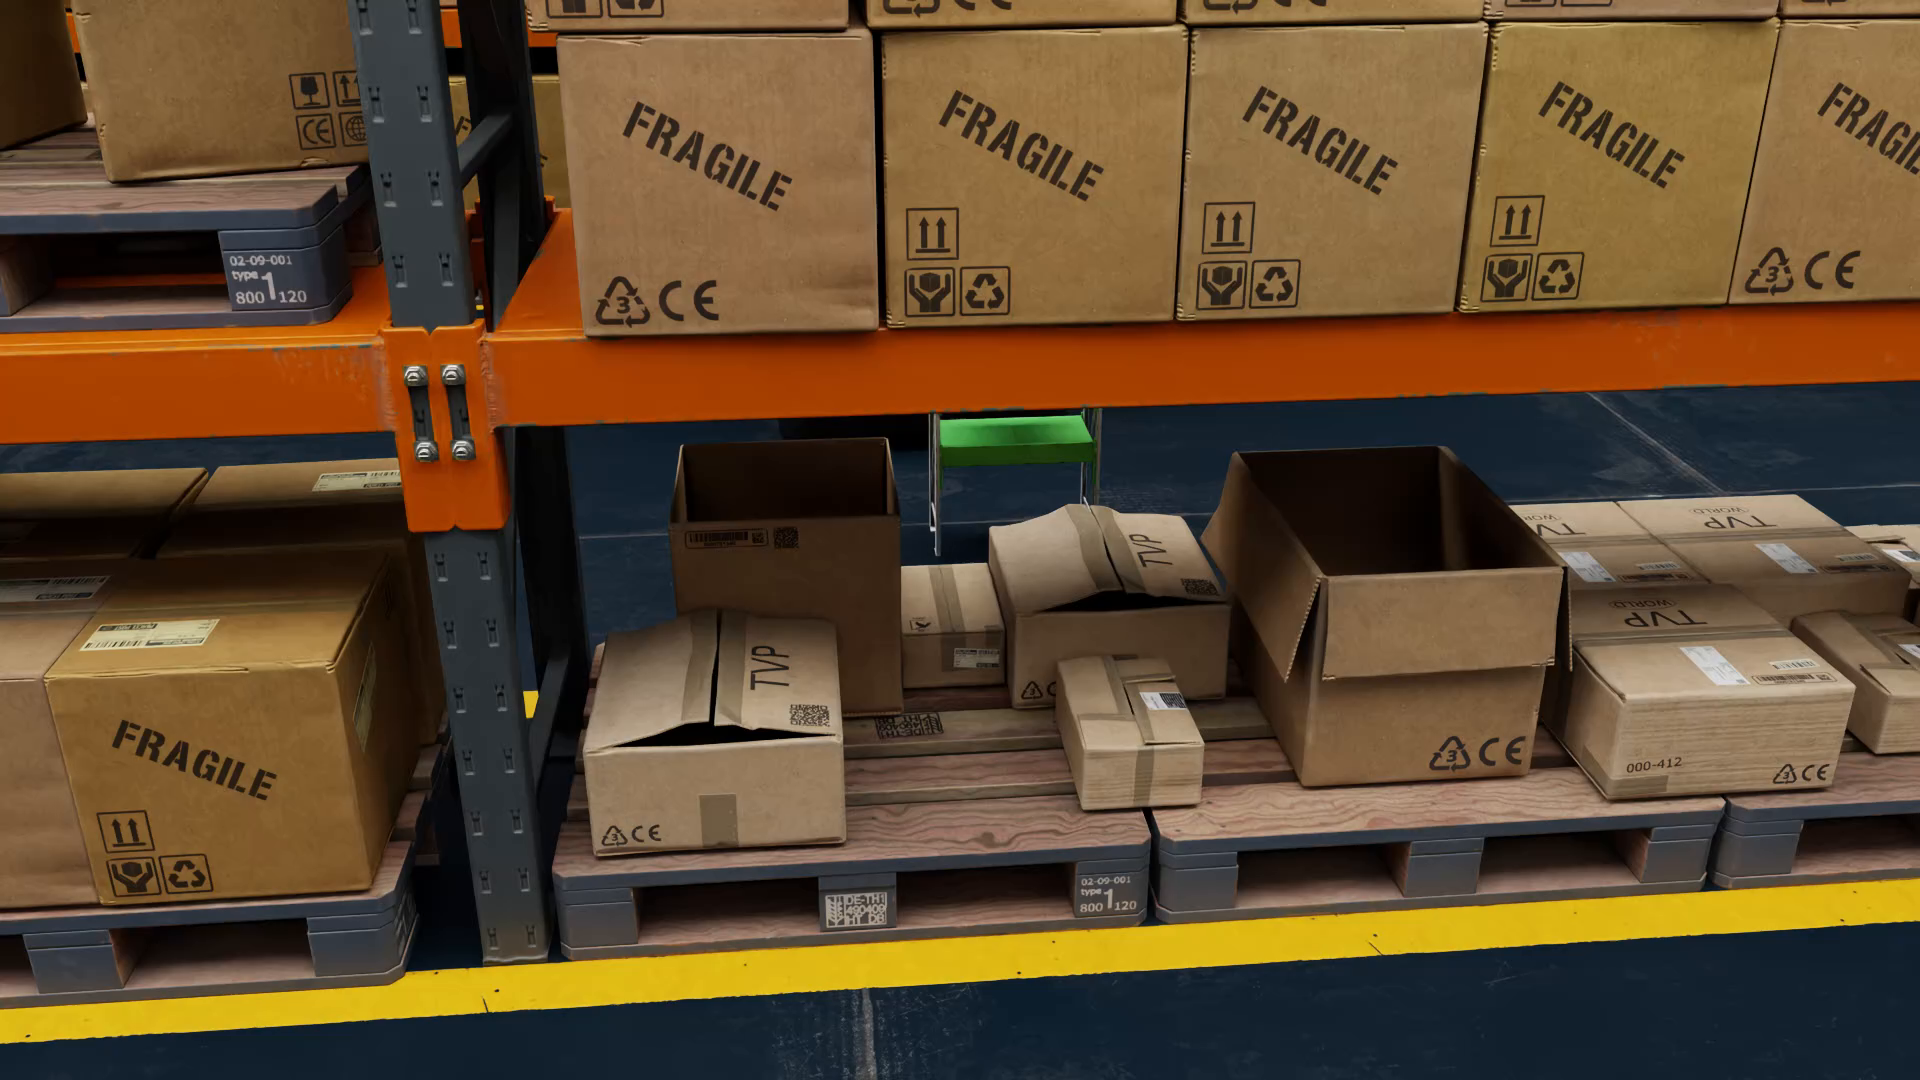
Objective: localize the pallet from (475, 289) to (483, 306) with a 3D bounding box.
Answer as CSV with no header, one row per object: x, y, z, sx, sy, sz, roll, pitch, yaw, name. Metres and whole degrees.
-2.191,-1.387,8.111,1.213,0.211,1.003,-2,24,-5,pallet

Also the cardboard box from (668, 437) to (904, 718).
-0.401,0.083,3.906,0.500,0.500,0.500,-2,24,-5,cardboard box

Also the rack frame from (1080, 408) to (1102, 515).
0.408,-0.565,5.043,0.015,1.200,0.240,-2,24,-5,rack frame

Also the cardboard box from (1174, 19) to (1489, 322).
0.602,-0.717,3.048,0.500,0.500,0.500,-2,24,-5,cardboard box

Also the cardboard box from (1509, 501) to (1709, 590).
1.477,0.122,4.126,0.500,0.250,0.500,-2,24,-5,cardboard box

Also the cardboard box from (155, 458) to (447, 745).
-1.445,0.141,3.775,0.500,0.500,0.500,-3,24,-8,cardboard box

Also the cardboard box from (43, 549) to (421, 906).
-1.403,0.356,3.292,0.500,0.500,0.500,-2,24,-5,cardboard box

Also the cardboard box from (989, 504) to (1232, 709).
0.346,0.140,4.011,0.500,0.311,0.500,-2,24,-5,cardboard box

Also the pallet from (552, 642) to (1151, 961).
-0.256,0.527,3.805,1.213,0.211,1.003,-2,24,-5,pallet

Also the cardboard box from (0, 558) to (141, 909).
-1.895,0.372,3.255,0.500,0.500,0.500,-2,24,-5,cardboard box

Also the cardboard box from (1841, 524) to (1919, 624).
2.342,0.101,4.276,0.250,0.166,0.380,-2,24,-5,cardboard box

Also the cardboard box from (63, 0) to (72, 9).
-3.783,-2.440,7.330,0.250,0.149,0.380,-2,24,-4,cardboard box

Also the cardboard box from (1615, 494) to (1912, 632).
1.974,0.102,4.171,0.500,0.250,0.500,-2,24,-5,cardboard box

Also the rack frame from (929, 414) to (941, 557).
-0.078,-0.545,4.999,0.015,1.200,0.240,-2,24,-5,rack frame

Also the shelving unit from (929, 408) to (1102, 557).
0.165,-0.555,5.021,0.503,1.200,0.258,-2,24,-5,shelving unit

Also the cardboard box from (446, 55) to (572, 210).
-2.064,-1.854,7.857,0.750,0.750,0.750,-2,24,-5,cardboard box

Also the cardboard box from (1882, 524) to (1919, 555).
2.590,0.099,4.302,0.250,0.149,0.380,-2,24,-5,cardboard box

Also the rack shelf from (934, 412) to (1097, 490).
0.165,-0.277,5.145,0.480,0.148,0.258,-2,24,-5,rack shelf

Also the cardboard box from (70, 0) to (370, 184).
-1.433,-1.030,3.233,0.500,0.500,0.700,-11,26,-23,cardboard box

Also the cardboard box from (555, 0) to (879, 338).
-0.406,-0.677,2.956,0.500,0.500,0.500,-2,24,-4,cardboard box

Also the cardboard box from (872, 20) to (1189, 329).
0.104,-0.698,3.005,0.500,0.500,0.500,-2,24,-4,cardboard box

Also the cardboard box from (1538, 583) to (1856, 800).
1.576,0.322,3.676,0.500,0.250,0.500,-2,24,-5,cardboard box

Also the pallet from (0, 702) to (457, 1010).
-1.745,0.601,3.637,1.213,0.211,1.003,-2,24,-5,pallet

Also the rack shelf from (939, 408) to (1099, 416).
0.165,-0.496,5.047,0.480,0.148,0.258,-2,24,-5,rack shelf

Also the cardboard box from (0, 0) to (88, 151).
-2.111,-0.977,3.114,0.500,0.500,0.700,1,24,3,cardboard box

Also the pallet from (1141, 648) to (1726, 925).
0.961,0.477,3.918,1.213,0.211,1.003,-2,24,-5,pallet

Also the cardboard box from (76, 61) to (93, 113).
-3.794,-1.781,7.694,0.750,0.750,0.750,-2,24,-5,cardboard box

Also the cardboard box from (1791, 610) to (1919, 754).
2.112,0.314,3.796,0.250,0.166,0.380,-2,24,-5,cardboard box

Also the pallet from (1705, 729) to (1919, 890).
2.172,0.429,4.025,1.213,0.211,1.003,-2,24,-5,pallet

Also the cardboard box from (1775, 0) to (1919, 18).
1.607,-1.211,2.927,0.500,0.500,0.500,-2,24,-4,cardboard box

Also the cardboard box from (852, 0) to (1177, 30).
0.070,-1.149,2.788,0.500,0.500,0.500,-3,24,-7,cardboard box

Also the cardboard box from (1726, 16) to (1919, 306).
1.609,-0.758,3.140,0.500,0.500,0.500,-2,24,-5,cardboard box

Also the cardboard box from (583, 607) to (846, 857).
-0.501,0.378,3.476,0.500,0.311,0.500,-2,24,-5,cardboard box

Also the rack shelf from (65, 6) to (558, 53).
-3.421,-2.314,7.649,4.000,0.370,1.077,-2,24,-5,rack shelf

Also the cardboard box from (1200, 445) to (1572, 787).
0.929,0.142,3.769,0.637,0.503,0.797,-2,24,-5,cardboard box

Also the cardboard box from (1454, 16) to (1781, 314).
1.108,-0.738,3.095,0.500,0.500,0.500,-3,24,-6,cardboard box

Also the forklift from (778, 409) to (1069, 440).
-0.390,-2.261,6.728,1.130,2.935,3.031,-5,24,-10,forklift

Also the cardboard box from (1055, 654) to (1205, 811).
0.359,0.405,3.592,0.250,0.166,0.380,-2,24,-5,cardboard box

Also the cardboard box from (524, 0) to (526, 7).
-1.988,-2.470,7.398,0.250,0.149,0.380,-2,24,-4,cardboard box

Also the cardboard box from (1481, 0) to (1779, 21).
1.096,-1.190,2.881,0.500,0.500,0.500,-2,24,-4,cardboard box

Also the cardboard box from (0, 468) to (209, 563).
-1.975,0.167,3.717,0.500,0.500,0.500,-2,24,-4,cardboard box

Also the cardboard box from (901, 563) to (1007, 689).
-0.033,0.204,4.065,0.250,0.149,0.380,-2,24,-5,cardboard box

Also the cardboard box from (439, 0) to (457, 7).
-2.250,-2.477,7.415,0.250,0.149,0.380,-2,24,-3,cardboard box

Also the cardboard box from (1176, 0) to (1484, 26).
0.582,-1.169,2.834,0.500,0.500,0.500,-3,24,-7,cardboard box

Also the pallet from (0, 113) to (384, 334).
-1.746,-0.645,3.245,1.213,0.211,1.003,-2,24,-5,pallet

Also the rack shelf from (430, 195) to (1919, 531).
1.051,-0.472,3.504,4.000,0.370,1.077,-2,24,-5,rack shelf

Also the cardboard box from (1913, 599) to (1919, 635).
2.524,0.182,3.683,0.500,0.500,0.500,-2,24,-5,cardboard box

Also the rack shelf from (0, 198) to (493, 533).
-2.930,-0.312,3.145,4.000,0.370,1.077,-2,24,-5,rack shelf

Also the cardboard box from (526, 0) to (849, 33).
-0.443,-1.128,2.741,0.500,0.500,0.500,-2,24,-4,cardboard box

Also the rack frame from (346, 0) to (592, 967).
-0.940,-0.721,3.178,0.127,3.000,1.000,-2,24,-5,rack frame
